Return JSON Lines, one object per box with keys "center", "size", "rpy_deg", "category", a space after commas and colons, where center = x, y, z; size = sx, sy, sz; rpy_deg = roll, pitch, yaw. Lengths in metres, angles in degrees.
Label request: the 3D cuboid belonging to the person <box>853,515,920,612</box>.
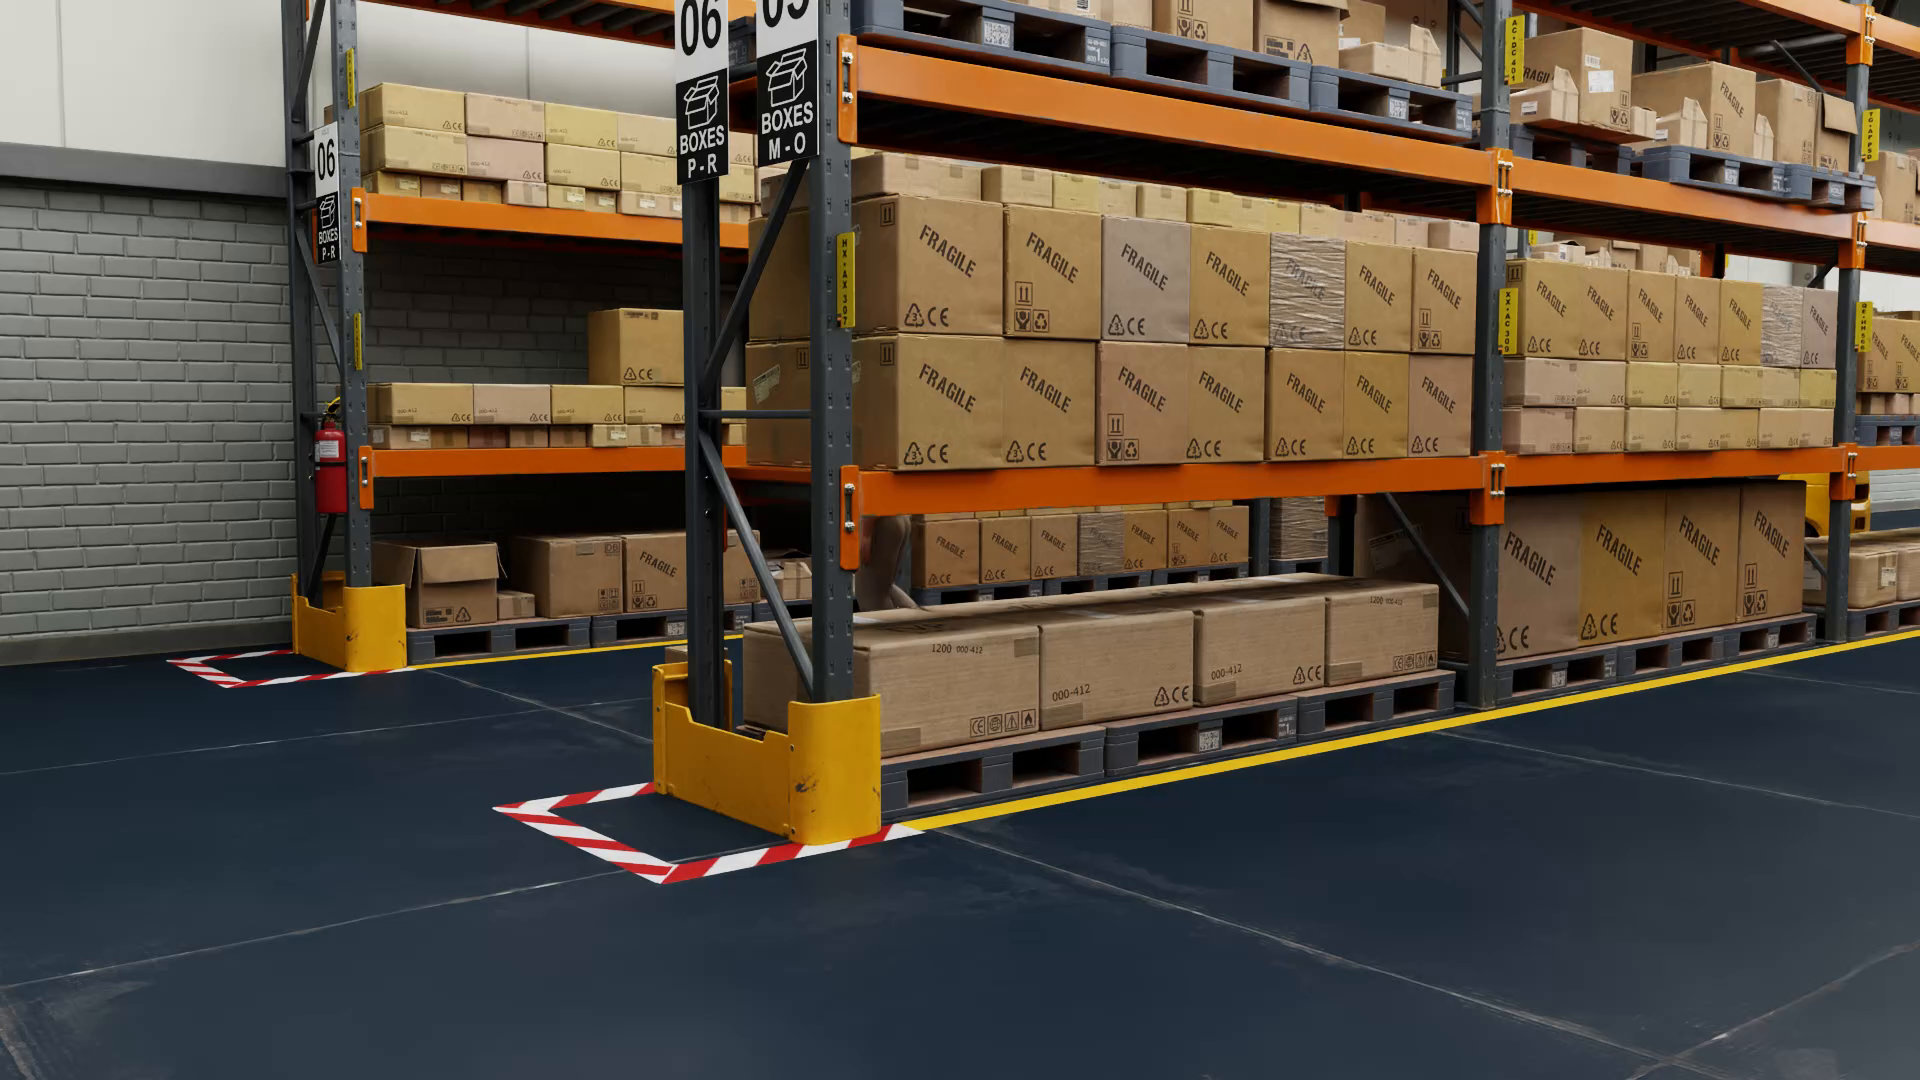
{"center": [-0.375, -0.057, 9.282], "size": [0.567, 1.723, 0.606], "rpy_deg": [1, 4, 11], "category": "person"}
